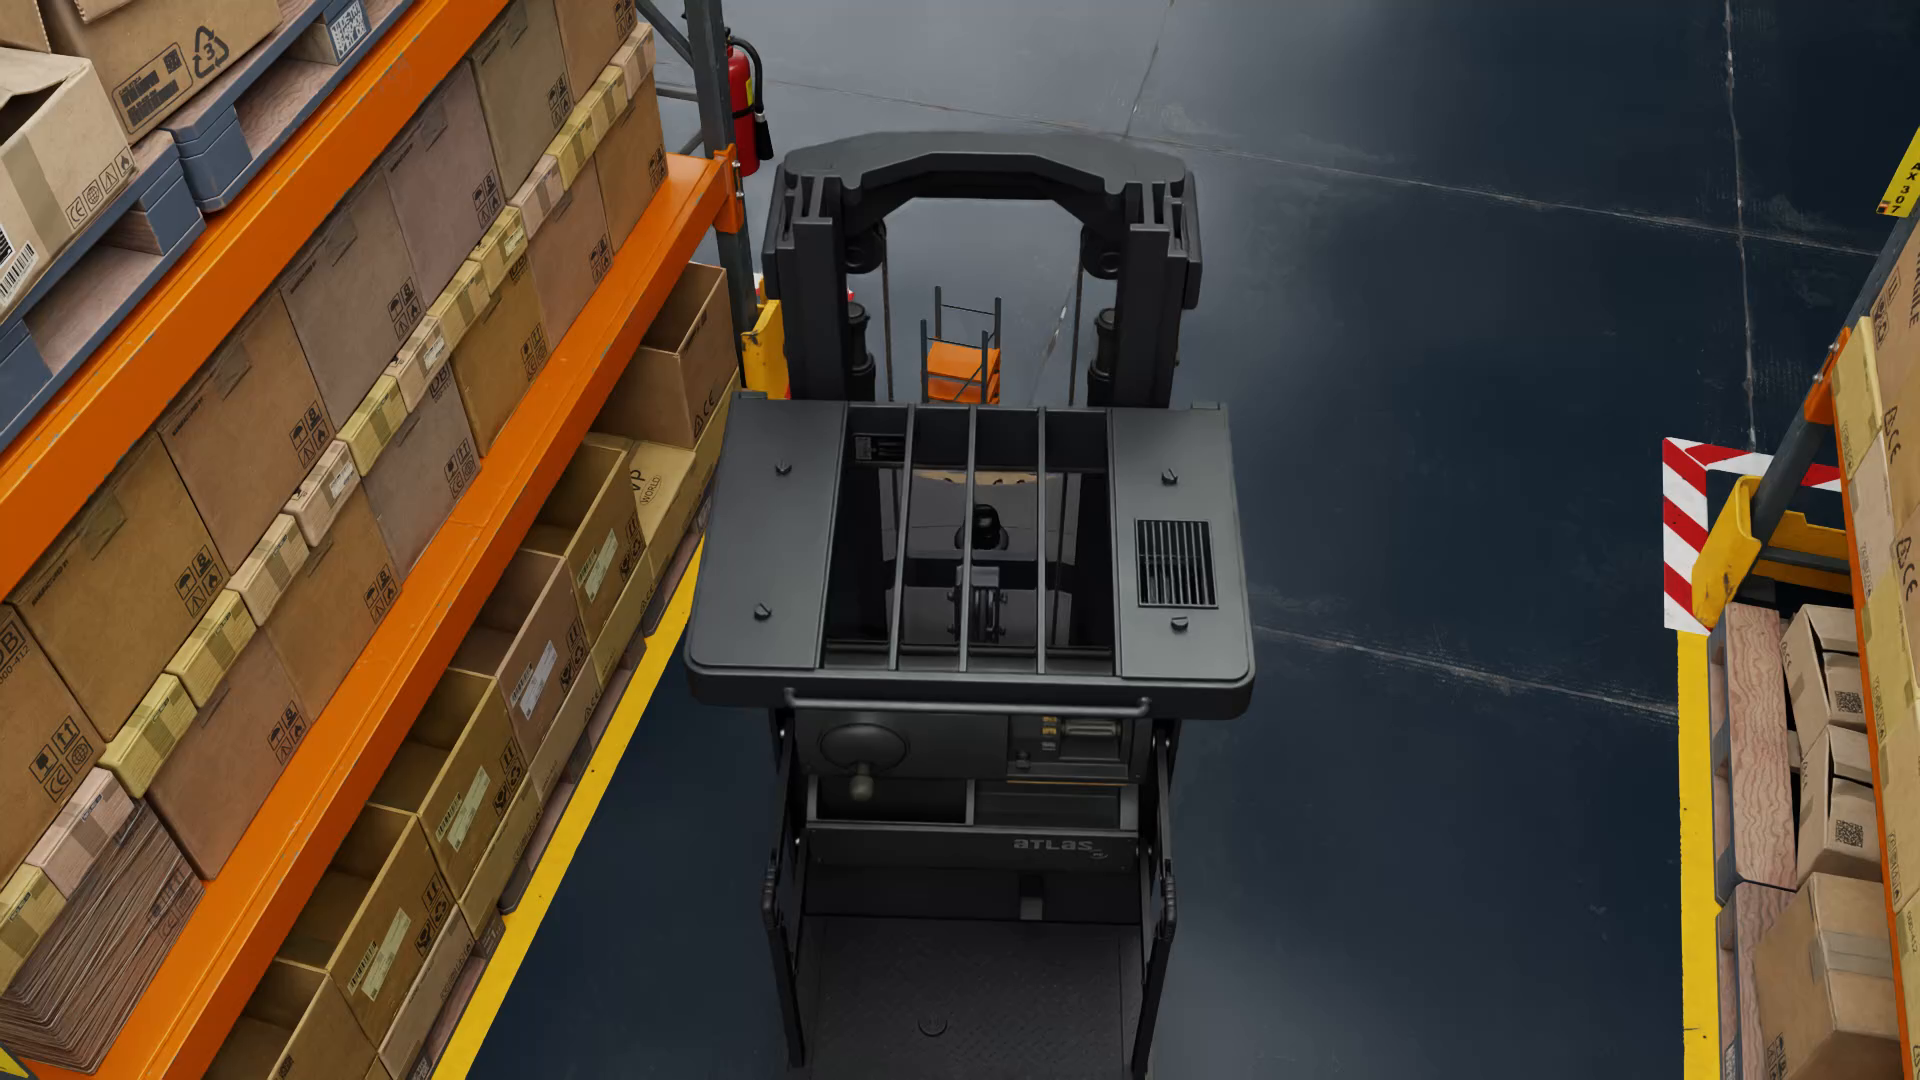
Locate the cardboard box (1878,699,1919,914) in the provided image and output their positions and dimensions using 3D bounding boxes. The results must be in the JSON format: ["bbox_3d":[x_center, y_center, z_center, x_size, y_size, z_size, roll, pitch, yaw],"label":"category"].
[{"bbox_3d":[2.610,0.713,4.126,0.500,0.250,0.500,12,50,10],"label":"cardboard box"}]

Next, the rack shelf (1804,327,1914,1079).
[{"bbox_3d":[2.917,0.953,4.307,1.077,0.370,4.000,12,50,10],"label":"rack shelf"}]

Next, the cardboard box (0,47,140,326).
[{"bbox_3d":[-1.861,-0.664,2.940,0.500,0.311,0.500,9,49,8],"label":"cardboard box"}]

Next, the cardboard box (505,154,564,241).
[{"bbox_3d":[-1.457,-1.084,5.126,0.380,0.149,0.250,12,50,11],"label":"cardboard box"}]

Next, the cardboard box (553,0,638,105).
[{"bbox_3d":[-1.486,-1.795,5.321,0.700,0.500,0.500,12,50,10],"label":"cardboard box"}]

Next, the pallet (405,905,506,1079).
[{"bbox_3d":[-2.140,1.543,5.167,1.003,0.211,1.213,12,50,10],"label":"pallet"}]

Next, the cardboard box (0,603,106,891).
[{"bbox_3d":[-2.279,0.402,3.381,0.700,0.500,0.500,12,50,10],"label":"cardboard box"}]

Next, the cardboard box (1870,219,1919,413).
[{"bbox_3d":[3.027,-0.651,4.829,0.500,0.500,0.500,12,50,10],"label":"cardboard box"}]

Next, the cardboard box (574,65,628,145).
[{"bbox_3d":[-1.321,-1.451,5.449,0.380,0.149,0.250,13,50,11],"label":"cardboard box"}]

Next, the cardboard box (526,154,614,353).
[{"bbox_3d":[-1.606,-1.024,5.505,0.700,0.500,0.500,13,50,11],"label":"cardboard box"}]

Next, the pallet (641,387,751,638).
[{"bbox_3d":[-1.498,-0.222,6.724,1.003,0.211,1.213,12,50,10],"label":"pallet"}]

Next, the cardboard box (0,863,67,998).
[{"bbox_3d":[-2.132,0.783,3.478,0.380,0.149,0.250,11,50,10],"label":"cardboard box"}]

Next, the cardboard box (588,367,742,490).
[{"bbox_3d":[-1.193,-0.489,6.654,0.500,0.250,0.500,12,50,10],"label":"cardboard box"}]

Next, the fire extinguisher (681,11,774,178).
[{"bbox_3d":[-0.858,-1.675,6.198,0.296,0.674,0.183,12,50,10],"label":"fire extinguisher"}]

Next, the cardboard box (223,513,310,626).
[{"bbox_3d":[-1.864,0.044,4.130,0.380,0.149,0.250,10,49,9],"label":"cardboard box"}]

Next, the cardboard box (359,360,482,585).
[{"bbox_3d":[-1.877,-0.284,4.852,0.700,0.500,0.500,13,50,11],"label":"cardboard box"}]

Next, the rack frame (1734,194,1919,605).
[{"bbox_3d":[3.443,-0.732,5.314,1.000,3.000,0.127,12,50,10],"label":"rack frame"}]

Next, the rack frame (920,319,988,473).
[{"bbox_3d":[-0.020,-0.341,6.170,0.240,1.200,0.006,12,50,10],"label":"rack frame"}]

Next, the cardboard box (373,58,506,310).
[{"bbox_3d":[-1.751,-1.049,4.662,0.700,0.500,0.500,12,50,10],"label":"cardboard box"}]

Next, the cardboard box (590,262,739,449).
[{"bbox_3d":[-1.191,-0.737,6.372,0.500,0.500,0.500,12,50,10],"label":"cardboard box"}]

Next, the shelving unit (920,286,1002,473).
[{"bbox_3d":[0.004,-0.407,6.228,0.258,1.200,0.189,12,50,10],"label":"shelving unit"}]

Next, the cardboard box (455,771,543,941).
[{"bbox_3d":[-1.702,0.961,5.374,0.500,0.250,0.500,12,50,10],"label":"cardboard box"}]

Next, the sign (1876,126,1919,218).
[{"bbox_3d":[2.920,-1.125,5.084,0.100,0.325,0.005,12,50,10],"label":"sign"}]

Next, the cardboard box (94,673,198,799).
[{"bbox_3d":[-2.000,0.414,3.803,0.380,0.149,0.250,10,49,9],"label":"cardboard box"}]

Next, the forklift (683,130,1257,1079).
[{"bbox_3d":[0.031,0.596,4.188,1.130,2.935,3.031,1,49,1],"label":"forklift"}]

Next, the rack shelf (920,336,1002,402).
[{"bbox_3d":[0.004,-0.616,5.992,0.258,0.103,0.180,12,50,10],"label":"rack shelf"}]

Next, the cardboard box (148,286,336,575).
[{"bbox_3d":[-2.015,-0.326,4.024,0.700,0.500,0.500,12,50,10],"label":"cardboard box"}]

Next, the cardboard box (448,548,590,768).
[{"bbox_3d":[-1.573,0.351,5.413,0.500,0.500,0.500,12,50,10],"label":"cardboard box"}]

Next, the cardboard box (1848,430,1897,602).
[{"bbox_3d":[2.885,-0.020,4.772,0.500,0.250,0.500,10,49,9],"label":"cardboard box"}]

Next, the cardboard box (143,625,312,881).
[{"bbox_3d":[-2.146,0.449,4.205,0.700,0.500,0.500,11,50,10],"label":"cardboard box"}]

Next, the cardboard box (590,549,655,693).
[{"bbox_3d":[-1.443,0.237,6.013,0.500,0.250,0.500,12,50,10],"label":"cardboard box"}]

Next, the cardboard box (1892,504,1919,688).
[{"bbox_3d":[2.746,0.077,4.187,0.500,0.500,0.500,10,49,9],"label":"cardboard box"}]

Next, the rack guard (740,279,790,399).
[{"bbox_3d":[-1.331,-0.897,7.127,1.175,0.500,0.348,12,50,10],"label":"rack guard"}]

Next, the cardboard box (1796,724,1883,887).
[{"bbox_3d":[3.024,0.908,5.367,0.500,0.311,0.500,15,50,13],"label":"cardboard box"}]

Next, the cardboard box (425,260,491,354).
[{"bbox_3d":[-1.593,-0.703,4.790,0.380,0.149,0.250,13,50,11],"label":"cardboard box"}]

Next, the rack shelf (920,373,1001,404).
[{"bbox_3d":[0.004,-0.537,6.082,0.258,0.103,0.180,12,50,10],"label":"rack shelf"}]

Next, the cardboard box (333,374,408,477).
[{"bbox_3d":[-1.728,-0.338,4.467,0.380,0.149,0.250,11,50,10],"label":"cardboard box"}]

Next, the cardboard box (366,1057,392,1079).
[{"bbox_3d":[-1.975,1.682,4.737,0.500,0.250,0.500,12,50,10],"label":"cardboard box"}]

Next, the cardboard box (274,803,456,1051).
[{"bbox_3d":[-1.842,1.073,4.775,0.500,0.500,0.500,12,50,10],"label":"cardboard box"}]

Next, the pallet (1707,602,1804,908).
[{"bbox_3d":[3.175,0.827,5.798,1.003,0.211,1.213,12,50,10],"label":"pallet"}]
